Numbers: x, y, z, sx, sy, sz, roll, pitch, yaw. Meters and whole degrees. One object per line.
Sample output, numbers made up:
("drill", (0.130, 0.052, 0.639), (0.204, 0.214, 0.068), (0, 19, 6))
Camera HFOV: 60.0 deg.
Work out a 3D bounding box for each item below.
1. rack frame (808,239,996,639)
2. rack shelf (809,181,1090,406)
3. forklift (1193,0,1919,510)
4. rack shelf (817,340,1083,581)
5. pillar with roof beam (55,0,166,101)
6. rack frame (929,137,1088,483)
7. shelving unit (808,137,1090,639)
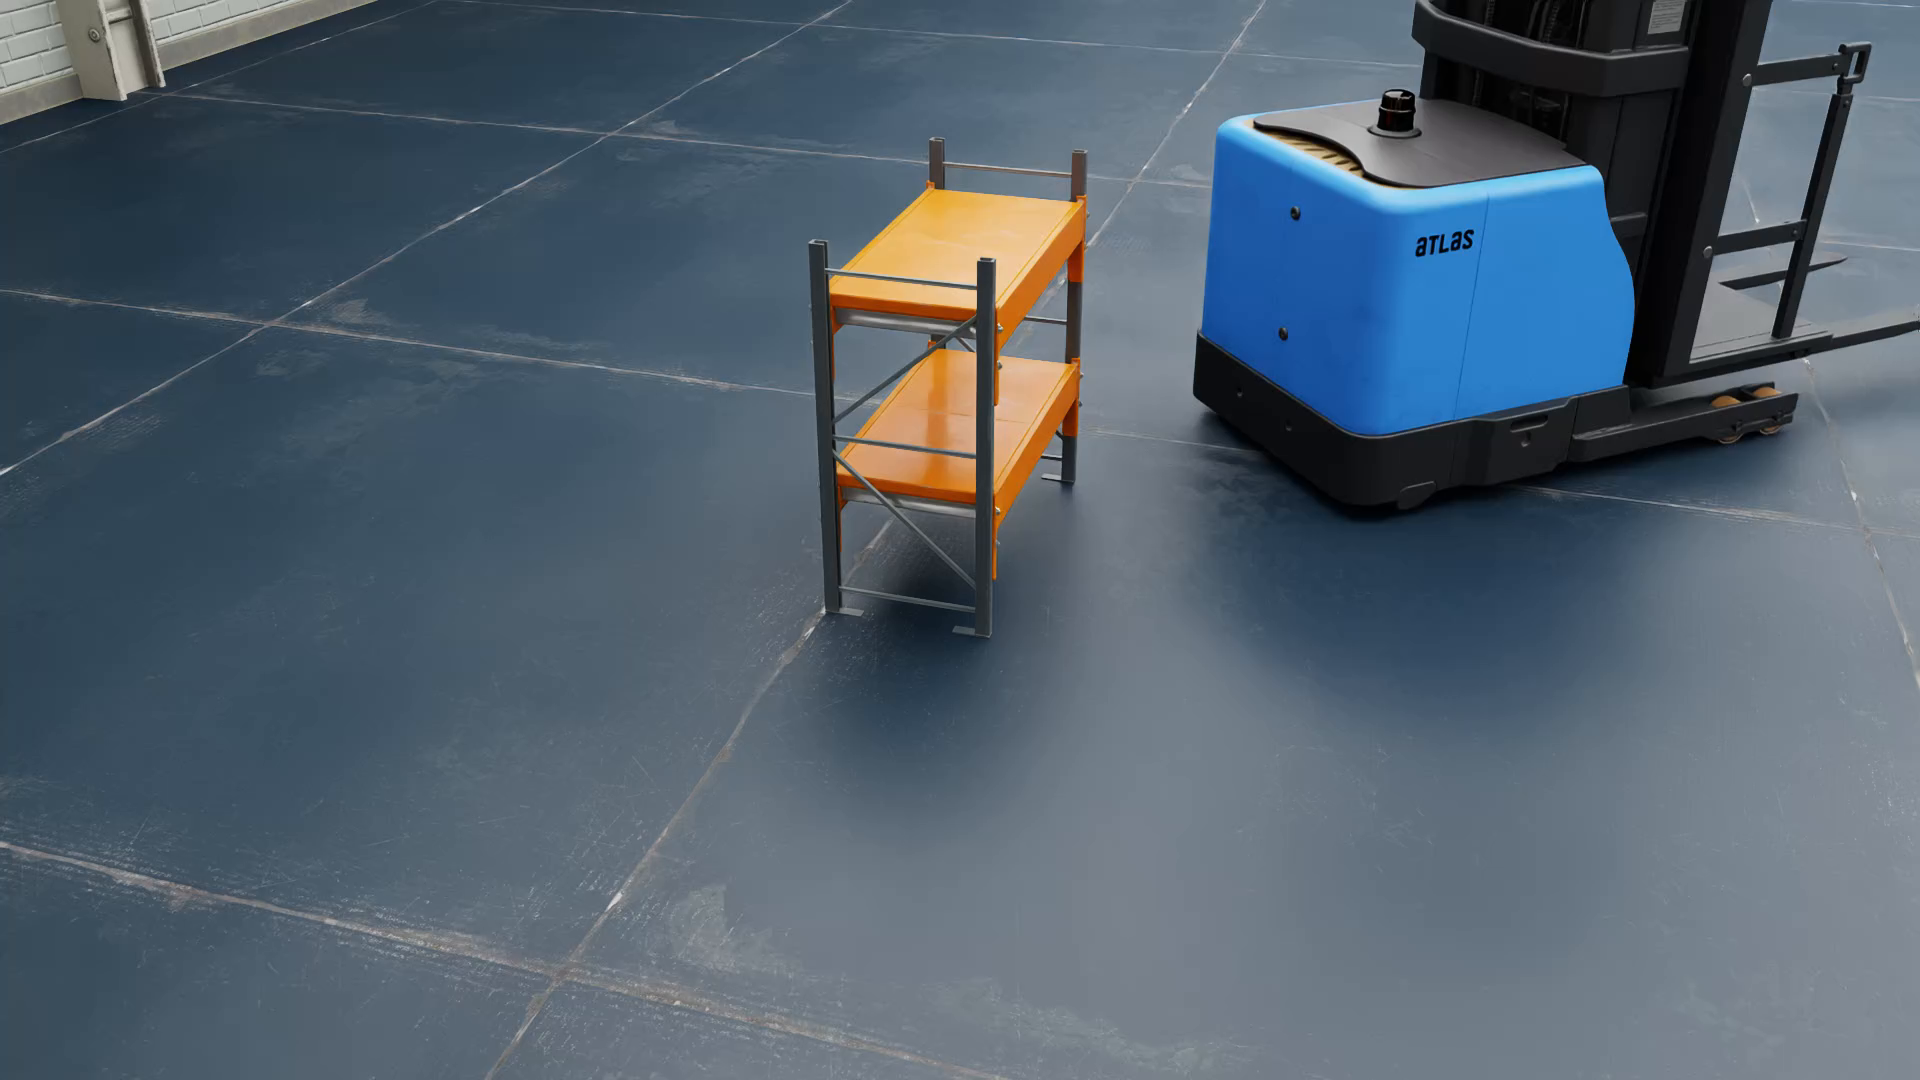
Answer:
("rack frame", (-0.151, -0.252, 4.546), (0.500, 1.125, 0.032), (8, 30, 15))
("rack shelf", (-0.002, -0.744, 4.829), (0.538, 0.278, 1.000), (8, 30, 15))
("forklift", (2.412, -1.840, 5.543), (3.031, 2.935, 1.130), (-12, 31, -21))
("rack shelf", (-0.002, -0.275, 5.090), (0.538, 0.278, 1.000), (8, 30, 15))
("pillar with roof beam", (-1.017, -6.072, 6.909), (9.100, 9.000, 0.400), (8, 30, 15))
("rack frame", (0.147, -0.725, 5.396), (0.500, 1.125, 0.032), (8, 30, 15))
("shelving unit", (-0.002, -0.488, 4.971), (0.538, 1.125, 1.048), (8, 30, 15))
